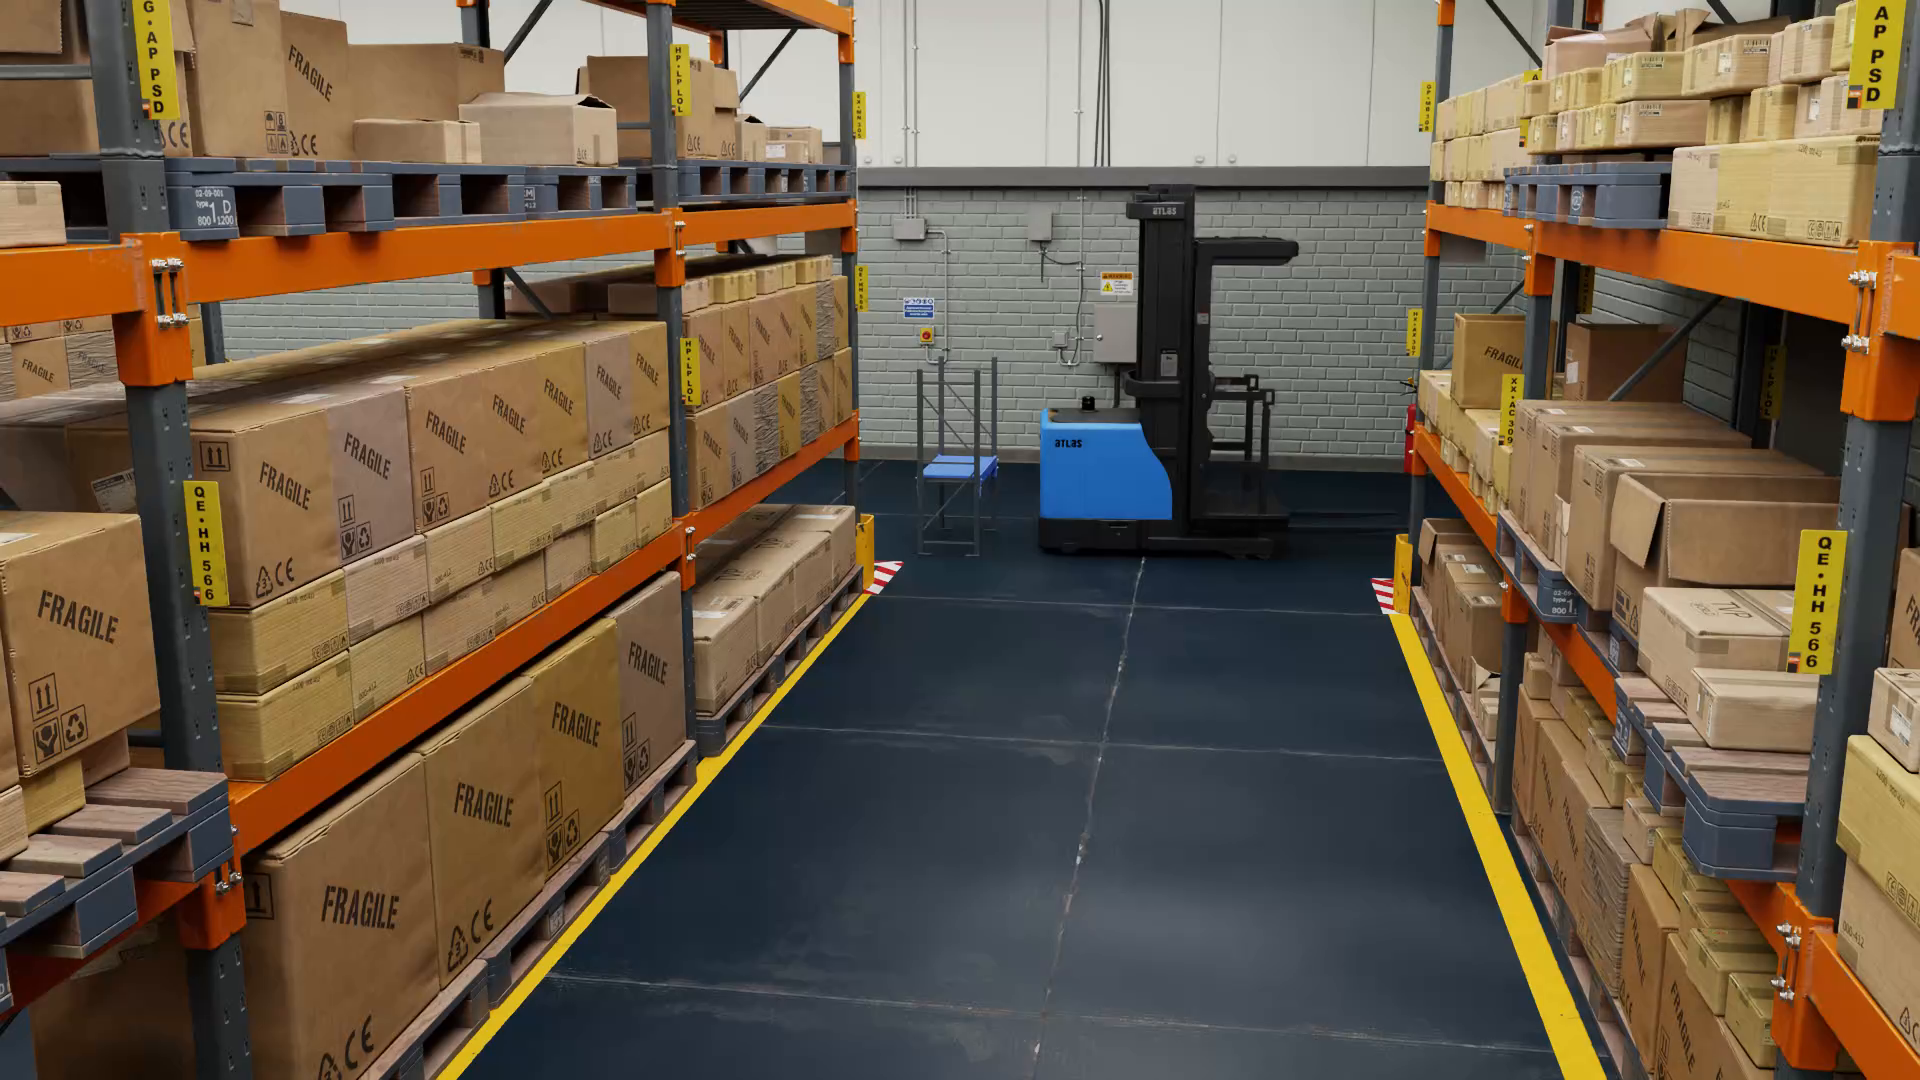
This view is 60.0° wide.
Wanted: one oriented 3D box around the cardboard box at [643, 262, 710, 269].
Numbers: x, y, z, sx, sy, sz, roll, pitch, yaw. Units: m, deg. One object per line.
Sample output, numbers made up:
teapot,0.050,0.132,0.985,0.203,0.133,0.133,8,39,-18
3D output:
cardboard box,-1.786,-1.664,10.443,0.380,0.149,0.250,2,12,9

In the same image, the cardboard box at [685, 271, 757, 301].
cardboard box,-1.365,-1.436,9.384,0.380,0.149,0.250,2,12,7

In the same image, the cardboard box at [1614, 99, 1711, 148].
cardboard box,2.396,-1.378,5.512,0.380,0.149,0.250,2,12,10

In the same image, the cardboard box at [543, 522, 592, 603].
cardboard box,-1.855,0.074,6.884,0.500,0.250,0.500,2,12,7

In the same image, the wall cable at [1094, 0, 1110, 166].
wall cable,2.842,-5.165,16.510,2.988,3.039,0.133,2,12,9

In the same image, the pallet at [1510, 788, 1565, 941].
pallet,2.958,1.383,7.076,1.003,0.211,1.213,2,12,9

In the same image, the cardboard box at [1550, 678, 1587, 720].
cardboard box,2.762,0.675,7.139,0.380,0.149,0.250,2,12,7

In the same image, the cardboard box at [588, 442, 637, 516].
cardboard box,-1.756,-0.278,7.333,0.500,0.250,0.500,2,12,10

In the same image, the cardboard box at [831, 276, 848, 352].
cardboard box,-1.083,-1.573,11.562,0.500,0.500,0.500,2,12,11

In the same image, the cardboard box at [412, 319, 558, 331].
cardboard box,-2.211,-0.766,7.818,0.500,0.500,0.500,2,12,9

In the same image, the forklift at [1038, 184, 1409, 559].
forklift,2.166,-1.396,13.514,3.031,2.935,1.130,1,12,2

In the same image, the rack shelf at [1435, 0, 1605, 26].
rack shelf,3.354,-3.147,8.949,1.077,0.370,4.000,2,12,9

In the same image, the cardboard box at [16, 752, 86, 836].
cardboard box,-2.262,0.573,3.813,0.380,0.149,0.250,2,12,10

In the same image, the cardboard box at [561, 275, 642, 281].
cardboard box,-1.930,-1.343,8.955,0.380,0.149,0.250,2,12,9

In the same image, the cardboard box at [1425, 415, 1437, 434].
cardboard box,3.340,-0.801,11.187,0.380,0.149,0.250,2,12,8

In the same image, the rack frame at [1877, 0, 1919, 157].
rack frame,2.431,-2.251,3.078,1.000,3.000,0.127,2,12,9

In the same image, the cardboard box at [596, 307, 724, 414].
cardboard box,-1.547,-0.940,8.624,0.500,0.500,0.500,2,12,9

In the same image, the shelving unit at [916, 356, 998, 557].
shelving unit,-0.013,-0.715,13.753,0.538,1.500,1.048,2,12,9

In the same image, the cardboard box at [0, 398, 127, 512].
cardboard box,-2.653,-0.132,4.875,0.500,0.500,0.500,2,12,7

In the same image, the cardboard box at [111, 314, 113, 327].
cardboard box,-6.053,-1.757,11.710,0.500,0.500,0.500,1,12,7

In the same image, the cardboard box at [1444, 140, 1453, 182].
cardboard box,3.265,-2.332,10.224,0.500,0.250,0.500,2,12,10

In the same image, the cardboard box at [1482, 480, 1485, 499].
cardboard box,2.947,-0.266,8.705,0.380,0.149,0.250,2,12,10

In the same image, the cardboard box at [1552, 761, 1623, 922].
cardboard box,2.596,1.174,6.362,0.500,0.500,0.500,2,12,7

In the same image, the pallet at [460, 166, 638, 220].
pallet,-1.951,-1.491,7.127,0.805,0.209,1.217,1,12,6

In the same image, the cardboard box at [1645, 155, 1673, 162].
cardboard box,3.405,-1.785,7.688,0.500,0.250,0.500,2,12,7

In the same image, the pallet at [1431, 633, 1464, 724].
pallet,3.338,0.815,9.712,1.003,0.211,1.213,2,12,9

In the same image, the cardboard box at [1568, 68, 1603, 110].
cardboard box,2.502,-1.682,6.216,0.380,0.149,0.250,2,12,8

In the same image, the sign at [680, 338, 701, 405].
sign,-1.321,-0.823,8.130,0.100,0.325,0.005,2,12,9

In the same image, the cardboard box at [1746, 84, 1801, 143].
cardboard box,2.368,-1.148,4.490,0.380,0.149,0.250,2,12,9

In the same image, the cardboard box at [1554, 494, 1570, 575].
cardboard box,2.453,-0.014,6.259,0.396,0.266,0.258,2,12,11

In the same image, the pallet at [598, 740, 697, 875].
pallet,-1.903,1.215,7.853,1.003,0.211,1.213,2,12,9

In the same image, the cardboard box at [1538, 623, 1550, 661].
cardboard box,2.788,0.471,7.377,0.380,0.149,0.250,2,12,8

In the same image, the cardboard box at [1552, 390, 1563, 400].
cardboard box,3.691,-0.741,9.962,0.500,0.250,0.500,2,12,10

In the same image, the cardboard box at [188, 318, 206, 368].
cardboard box,-5.965,-1.375,12.312,0.500,0.500,0.500,2,12,10

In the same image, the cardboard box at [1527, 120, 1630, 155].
cardboard box,2.607,-1.699,7.000,0.380,0.149,0.250,2,12,10

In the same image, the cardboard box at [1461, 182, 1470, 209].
cardboard box,3.051,-1.952,9.408,0.380,0.149,0.250,2,12,9

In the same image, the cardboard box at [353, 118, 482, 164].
cardboard box,-2.002,-1.470,6.131,0.380,0.166,0.250,3,13,13

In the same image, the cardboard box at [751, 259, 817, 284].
cardboard box,-1.152,-1.756,10.871,0.380,0.149,0.250,2,12,10

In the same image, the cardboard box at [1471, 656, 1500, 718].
cardboard box,2.897,0.781,8.744,0.396,0.266,0.258,2,12,11

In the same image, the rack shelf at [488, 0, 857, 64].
rack shelf,-1.551,-3.113,9.734,1.077,0.370,4.000,2,12,9

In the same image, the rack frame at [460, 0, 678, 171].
rack frame,-1.859,-3.244,7.684,1.000,3.000,0.127,2,12,9

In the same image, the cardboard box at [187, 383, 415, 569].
cardboard box,-2.090,-0.214,5.257,0.500,0.500,0.500,2,12,9

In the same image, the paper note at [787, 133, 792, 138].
paper note,-0.992,-2.361,9.703,0.006,0.032,0.123,2,12,9

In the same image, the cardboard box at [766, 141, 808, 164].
cardboard box,-1.210,-2.555,10.970,0.380,0.149,0.250,1,12,4

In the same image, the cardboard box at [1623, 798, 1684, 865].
cardboard box,2.488,0.995,5.652,0.380,0.149,0.250,1,12,6

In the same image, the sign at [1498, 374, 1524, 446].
sign,2.509,-0.590,7.556,0.100,0.325,0.005,2,12,9

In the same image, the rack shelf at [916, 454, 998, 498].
rack shelf,-0.013,-0.540,13.791,0.538,0.185,1.000,2,12,9

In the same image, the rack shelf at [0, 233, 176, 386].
rack shelf,-2.782,-0.177,2.280,1.077,0.370,4.000,2,12,9

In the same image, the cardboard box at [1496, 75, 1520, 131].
cardboard box,2.955,-2.152,8.204,0.500,0.250,0.500,2,12,8

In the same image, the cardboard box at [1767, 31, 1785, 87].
cardboard box,2.408,-1.293,4.455,0.380,0.149,0.250,2,12,8

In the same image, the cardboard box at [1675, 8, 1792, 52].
cardboard box,3.059,-1.974,6.588,0.396,0.266,0.258,2,12,9

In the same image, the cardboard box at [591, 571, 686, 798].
cardboard box,-1.875,0.654,7.885,0.875,0.875,0.875,2,12,10

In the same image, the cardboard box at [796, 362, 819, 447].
cardboard box,-1.218,-0.872,10.683,0.500,0.500,0.500,2,12,10

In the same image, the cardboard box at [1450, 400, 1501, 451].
cardboard box,3.116,-0.652,9.549,0.500,0.250,0.500,2,12,7

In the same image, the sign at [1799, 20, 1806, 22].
sign,3.595,-2.045,7.081,0.100,0.325,0.005,2,12,9
